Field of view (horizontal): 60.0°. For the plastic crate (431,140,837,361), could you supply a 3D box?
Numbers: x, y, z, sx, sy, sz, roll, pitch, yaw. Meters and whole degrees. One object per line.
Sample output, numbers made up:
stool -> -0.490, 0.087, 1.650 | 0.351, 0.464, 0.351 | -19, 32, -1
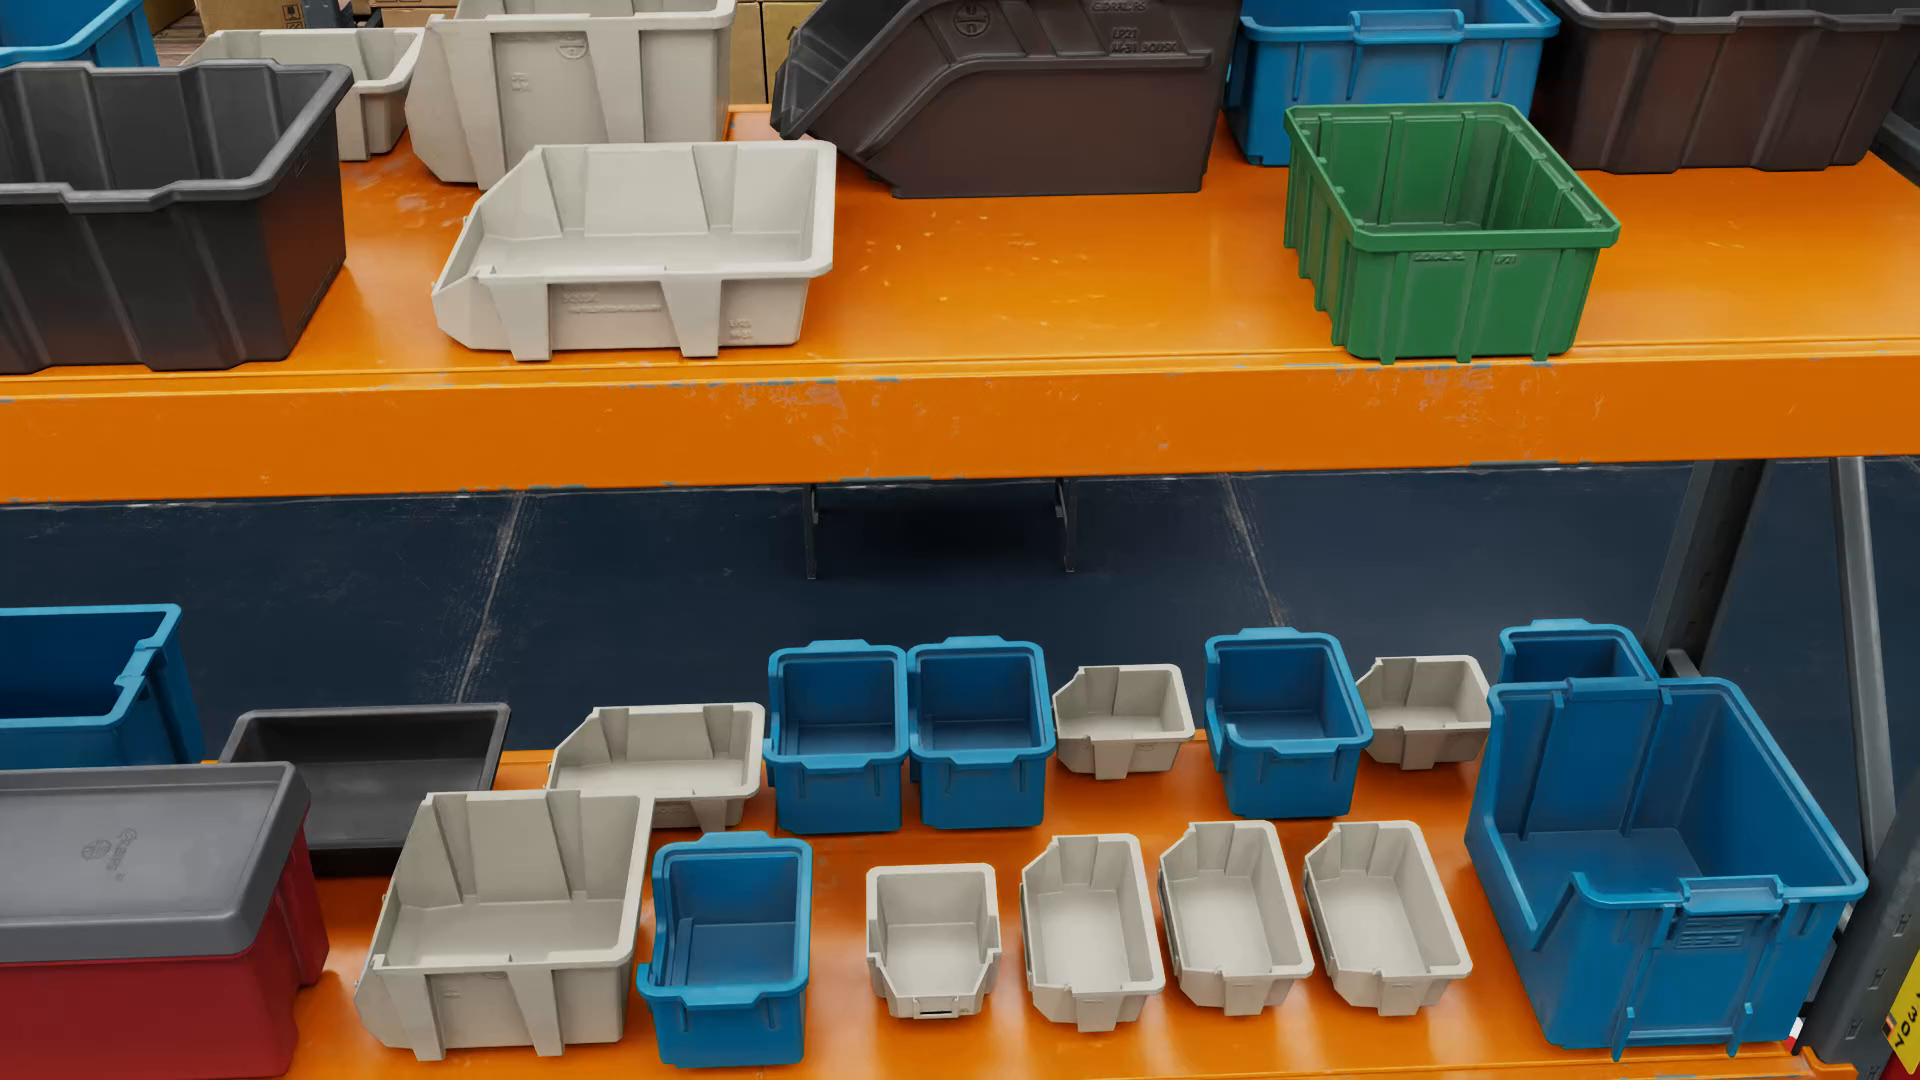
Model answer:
plastic crate -> -0.435, -0.400, 2.288 | 0.530, 0.136, 0.437 | -2, 35, -2

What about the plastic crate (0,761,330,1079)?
plastic crate -> -1.475, 0.703, 2.989 | 0.583, 0.464, 0.402 | -2, 35, -2

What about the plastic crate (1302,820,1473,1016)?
plastic crate -> 0.811, 0.737, 3.229 | 0.243, 0.136, 0.396 | -2, 35, -2

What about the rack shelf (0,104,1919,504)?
rack shelf -> -0.381, -0.356, 2.624 | 4.000, 0.370, 1.077 | -2, 35, -2

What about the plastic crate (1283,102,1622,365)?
plastic crate -> 0.645, -0.429, 2.285 | 0.336, 0.188, 0.450 | -2, 35, -2

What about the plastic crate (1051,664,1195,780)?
plastic crate -> 0.353, 0.411, 3.699 | 0.298, 0.136, 0.250 | -2, 35, -2

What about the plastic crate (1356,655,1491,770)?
plastic crate -> 1.030, 0.393, 3.725 | 0.298, 0.136, 0.250 | -2, 35, -2

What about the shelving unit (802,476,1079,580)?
shelving unit -> -0.085, -0.614, 6.320 | 1.048, 1.500, 0.538 | -2, 35, -2

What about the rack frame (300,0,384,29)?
rack frame -> -2.609, -2.180, 7.264 | 0.127, 3.000, 1.000 | -2, 35, -2

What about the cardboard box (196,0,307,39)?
cardboard box -> -3.093, -2.508, 7.281 | 0.500, 0.500, 0.700 | -13, 37, -18

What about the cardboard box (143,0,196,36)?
cardboard box -> -3.777, -2.453, 7.202 | 0.500, 0.500, 0.700 | 4, 35, 5

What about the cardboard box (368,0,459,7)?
cardboard box -> -2.125, -2.485, 6.738 | 0.500, 0.500, 0.500 | -1, 35, -1

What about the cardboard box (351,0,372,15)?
cardboard box -> -4.378, -4.167, 11.656 | 0.750, 0.750, 0.750 | -1, 35, -1

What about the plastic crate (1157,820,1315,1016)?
plastic crate -> 0.521, 0.736, 3.229 | 0.243, 0.136, 0.396 | -2, 35, -2

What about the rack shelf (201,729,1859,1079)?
rack shelf -> -0.381, 0.878, 3.478 | 4.000, 0.370, 1.077 | -2, 35, -2

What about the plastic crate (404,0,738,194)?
plastic crate -> -0.611, -0.772, 2.698 | 0.530, 0.282, 0.437 | -2, 35, -2

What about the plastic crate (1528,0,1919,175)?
plastic crate -> 1.219, -0.800, 2.749 | 0.590, 0.269, 0.497 | -2, 35, -2

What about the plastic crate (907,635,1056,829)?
plastic crate -> 0.040, 0.427, 3.591 | 0.300, 0.233, 0.416 | -2, 35, -2

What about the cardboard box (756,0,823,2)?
cardboard box -> -0.581, -2.527, 6.799 | 0.500, 0.500, 0.500 | -1, 35, -1

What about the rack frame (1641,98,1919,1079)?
rack frame -> 1.617, 0.528, 3.351 | 0.127, 3.000, 1.000 | -2, 35, -2

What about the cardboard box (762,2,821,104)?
cardboard box -> -0.568, -2.122, 7.093 | 0.500, 0.500, 0.500 | -2, 35, -3

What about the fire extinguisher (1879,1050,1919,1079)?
fire extinguisher -> 1.789, 0.968, 3.112 | 0.183, 0.674, 0.296 | -2, 35, -2

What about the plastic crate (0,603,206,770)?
plastic crate -> -1.928, 0.411, 3.481 | 0.575, 0.384, 0.392 | -2, 35, -2

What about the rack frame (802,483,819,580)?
rack frame -> -0.593, -0.601, 6.300 | 0.032, 1.500, 0.500 | -2, 35, -2

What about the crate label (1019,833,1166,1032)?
crate label -> 0.244, 0.758, 3.198 | 0.243, 0.136, 0.396 | -2, 35, -2

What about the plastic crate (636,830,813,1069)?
plastic crate -> -0.422, 0.773, 3.091 | 0.300, 0.233, 0.416 | -2, 35, -2

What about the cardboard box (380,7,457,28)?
cardboard box -> -2.087, -2.080, 7.032 | 0.500, 0.500, 0.500 | -1, 35, -1

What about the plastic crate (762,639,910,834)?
plastic crate -> -0.260, 0.435, 3.579 | 0.300, 0.233, 0.416 | -2, 35, -2

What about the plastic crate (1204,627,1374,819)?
plastic crate -> 0.697, 0.410, 3.617 | 0.300, 0.233, 0.416 | -2, 35, -2

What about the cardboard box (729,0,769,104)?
cardboard box -> -1.076, -2.108, 7.072 | 0.500, 0.500, 0.500 | -2, 35, -2

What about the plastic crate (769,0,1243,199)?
plastic crate -> 0.078, -0.795, 2.681 | 0.767, 0.338, 0.504 | -2, 35, -2

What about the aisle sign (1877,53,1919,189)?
aisle sign -> 1.675, -0.712, 2.858 | 0.004, 0.787, 0.394 | -2, 35, -2

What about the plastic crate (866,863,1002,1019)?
plastic crate -> -0.051, 0.776, 3.171 | 0.250, 0.136, 0.298 | -2, 35, -2

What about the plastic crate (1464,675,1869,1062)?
plastic crate -> 1.291, 0.604, 3.157 | 0.499, 0.435, 0.616 | -2, 35, -2

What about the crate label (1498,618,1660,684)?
crate label -> 1.355, 0.392, 3.642 | 0.303, 0.233, 0.416 | -2, 35, -2

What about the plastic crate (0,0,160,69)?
plastic crate -> -1.484, -0.735, 2.687 | 0.300, 0.233, 0.416 | -2, 35, -2

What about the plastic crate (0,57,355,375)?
plastic crate -> -1.125, -0.421, 2.202 | 0.590, 0.269, 0.497 | -2, 35, -2

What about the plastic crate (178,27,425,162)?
plastic crate -> -1.126, -0.740, 2.779 | 0.466, 0.136, 0.293 | -2, 35, -2

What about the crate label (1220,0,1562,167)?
crate label -> 0.680, -0.803, 2.769 | 0.502, 0.251, 0.408 | -2, 35, -2

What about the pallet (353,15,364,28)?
pallet -> -4.836, -3.751, 11.984 | 1.213, 0.211, 1.003 | -2, 35, -2

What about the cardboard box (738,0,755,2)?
cardboard box -> -1.096, -2.513, 6.778 | 0.500, 0.500, 0.500 | -3, 35, -4

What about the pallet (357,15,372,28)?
pallet -> -3.615, -3.785, 12.034 | 1.213, 0.211, 1.003 | -2, 35, -2

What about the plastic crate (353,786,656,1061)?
plastic crate -> -0.845, 0.724, 3.120 | 0.530, 0.282, 0.437 | -2, 35, -2

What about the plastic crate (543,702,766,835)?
plastic crate -> -0.653, 0.502, 3.568 | 0.466, 0.136, 0.293 | -2, 35, -2

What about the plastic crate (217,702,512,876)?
plastic crate -> -1.273, 0.541, 3.521 | 0.590, 0.125, 0.437 | -2, 35, -2

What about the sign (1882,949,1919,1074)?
sign -> 1.659, 0.773, 2.853 | 0.005, 0.325, 0.100 | -2, 35, -2

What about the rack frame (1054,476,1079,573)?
rack frame -> 0.423, -0.628, 6.340 | 0.032, 1.500, 0.500 | -2, 35, -2

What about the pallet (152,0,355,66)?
pallet -> -3.413, -2.141, 7.377 | 1.213, 0.211, 1.003 | -2, 35, -2
